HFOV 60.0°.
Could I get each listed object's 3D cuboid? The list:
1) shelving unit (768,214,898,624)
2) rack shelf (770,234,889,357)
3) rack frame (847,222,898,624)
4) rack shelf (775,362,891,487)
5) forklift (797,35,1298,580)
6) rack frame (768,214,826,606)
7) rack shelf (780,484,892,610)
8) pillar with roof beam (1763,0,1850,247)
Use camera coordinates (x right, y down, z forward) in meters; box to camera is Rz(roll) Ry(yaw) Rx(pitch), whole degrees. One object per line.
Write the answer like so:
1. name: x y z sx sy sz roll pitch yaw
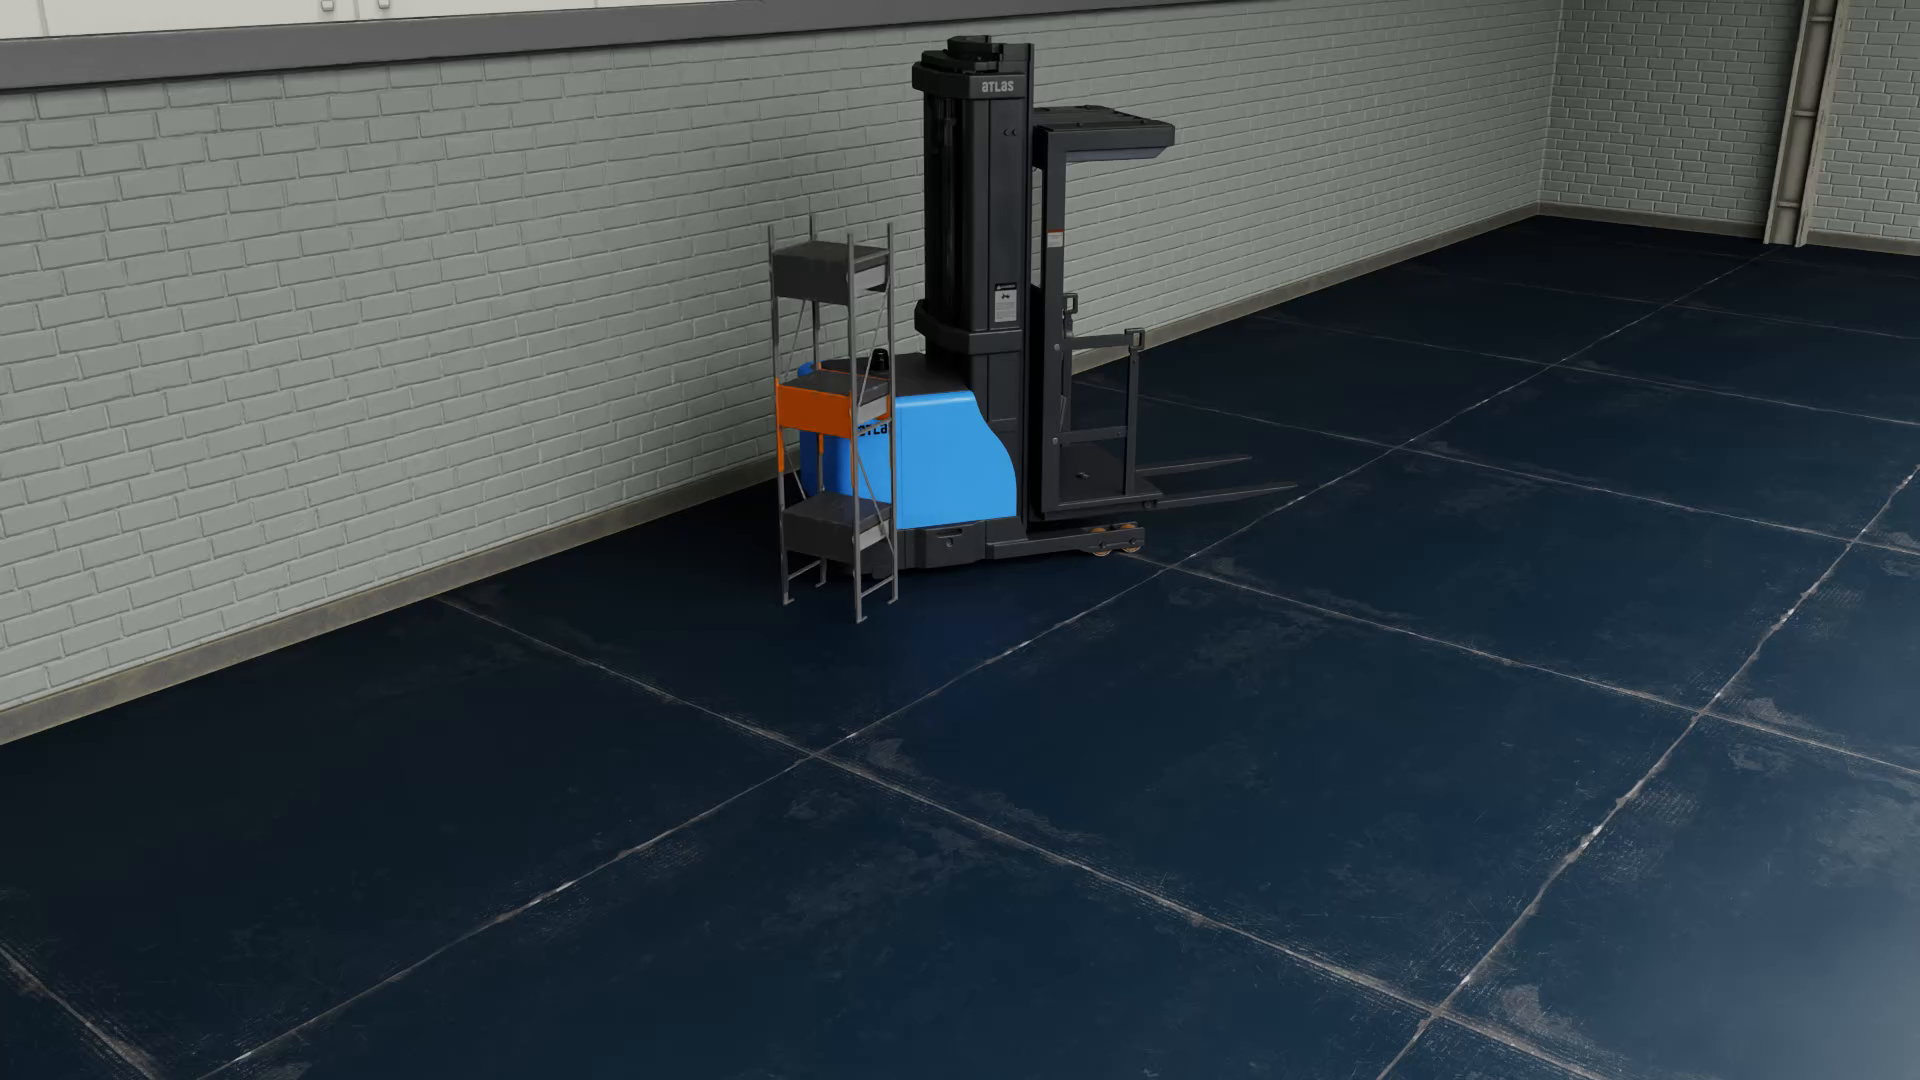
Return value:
1. shelving unit: -0.664 -0.637 8.880 0.503 2.100 0.431 12 24 28
2. rack shelf: -0.663 -1.279 8.639 0.480 0.518 0.431 12 24 28
3. rack frame: -0.453 -0.593 8.764 0.015 2.100 0.400 12 24 28
4. rack shelf: -0.664 -0.624 8.885 0.480 0.518 0.431 12 24 28
5. forklift: 0.589 -1.443 9.841 3.031 2.935 1.130 -7 22 -18
6. rack frame: -0.874 -0.681 8.996 0.015 2.100 0.400 12 24 28
7. rack shelf: -0.664 0.031 9.130 0.480 0.518 0.431 12 24 28
8. pillar with roof beam: 6.848 -6.478 14.593 0.400 9.000 9.100 16 26 36
